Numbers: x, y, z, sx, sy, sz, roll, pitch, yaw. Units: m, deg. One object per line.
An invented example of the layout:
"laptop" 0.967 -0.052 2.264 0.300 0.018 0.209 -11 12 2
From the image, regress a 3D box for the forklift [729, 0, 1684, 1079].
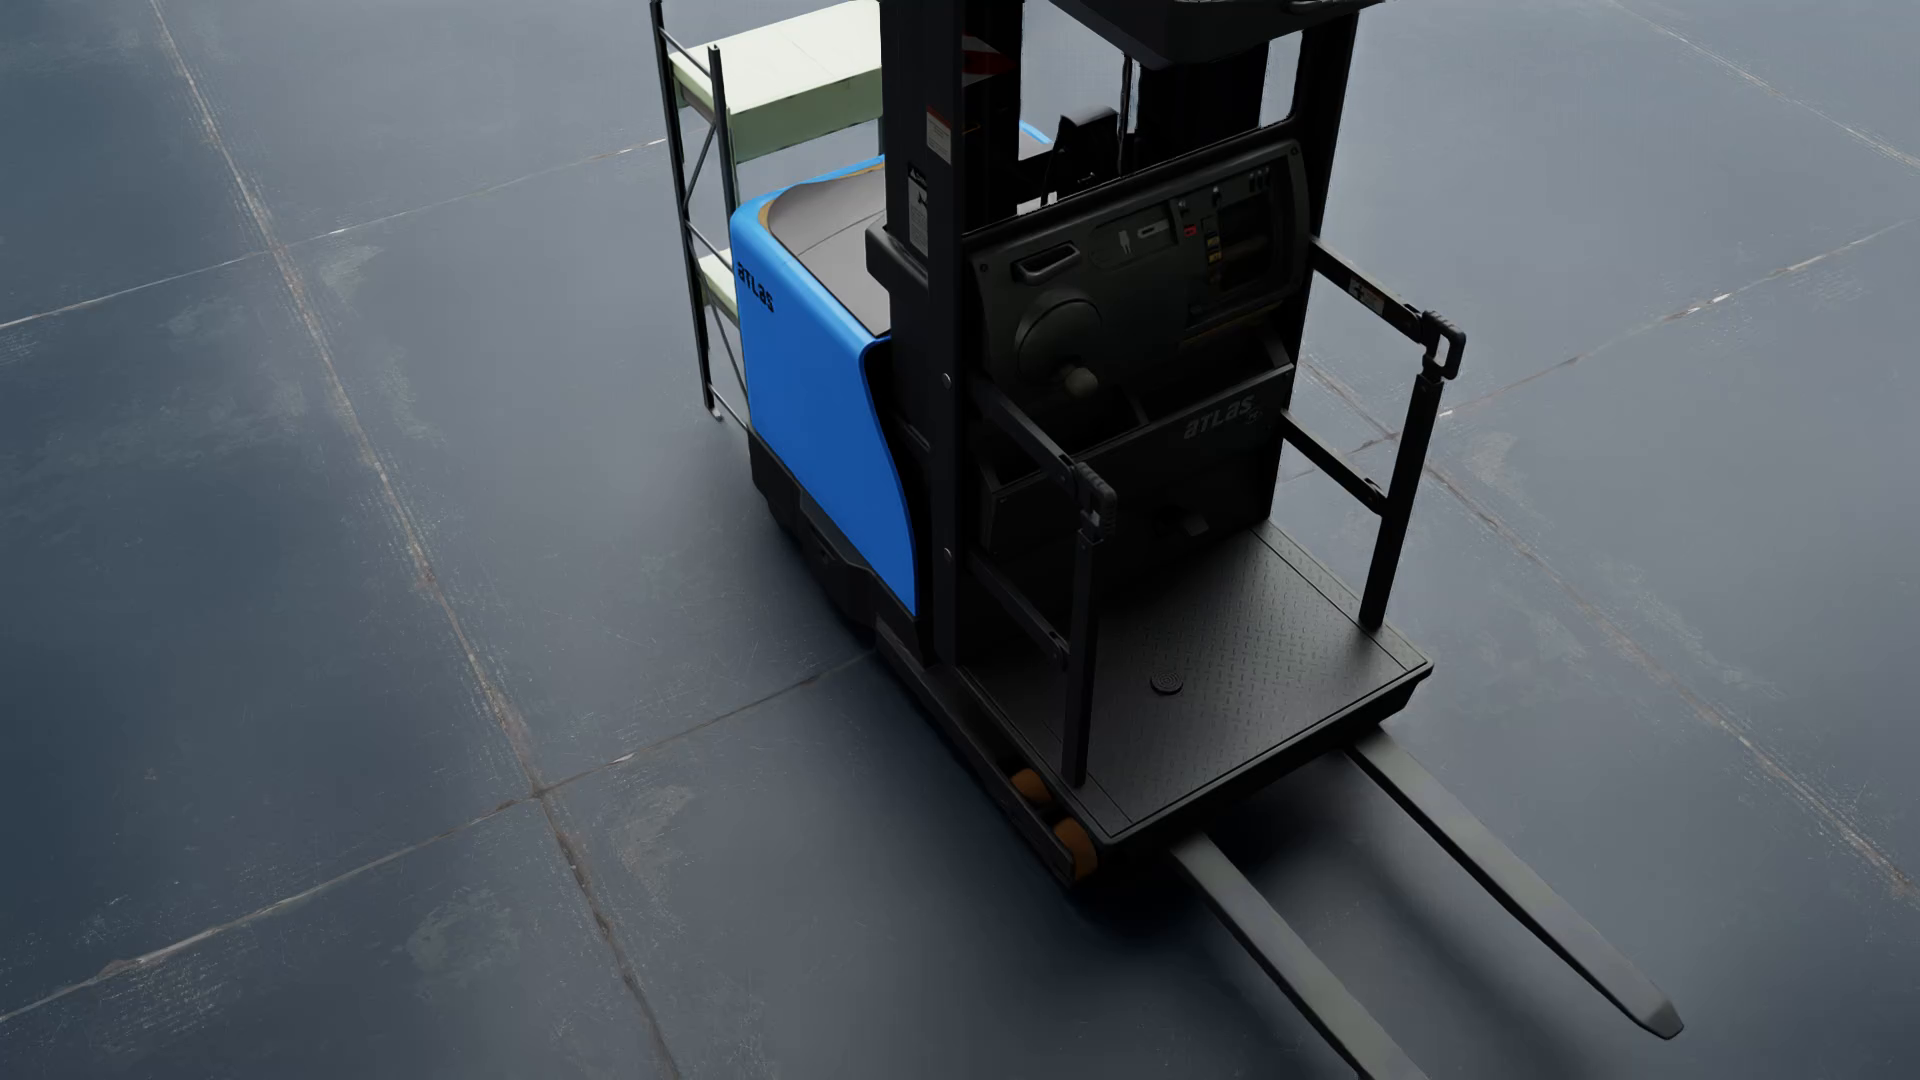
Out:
"forklift" 0.551 -0.543 3.705 1.130 2.935 3.031 -24 49 -23

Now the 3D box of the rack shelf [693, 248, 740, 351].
"rack shelf" -0.455 -0.797 5.462 0.720 0.370 0.431 -25 49 -23

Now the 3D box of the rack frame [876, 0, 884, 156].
"rack frame" -0.150 -1.171 5.380 0.023 1.500 0.400 -25 49 -23

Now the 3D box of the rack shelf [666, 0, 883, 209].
"rack shelf" -0.455 -1.311 4.964 0.720 0.370 0.431 -25 49 -23

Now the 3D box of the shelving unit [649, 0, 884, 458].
"shelving unit" -0.455 -1.031 5.235 0.755 1.500 0.431 -25 49 -23

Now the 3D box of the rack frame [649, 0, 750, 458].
"rack frame" -0.761 -0.891 5.091 0.023 1.500 0.400 -25 49 -23
